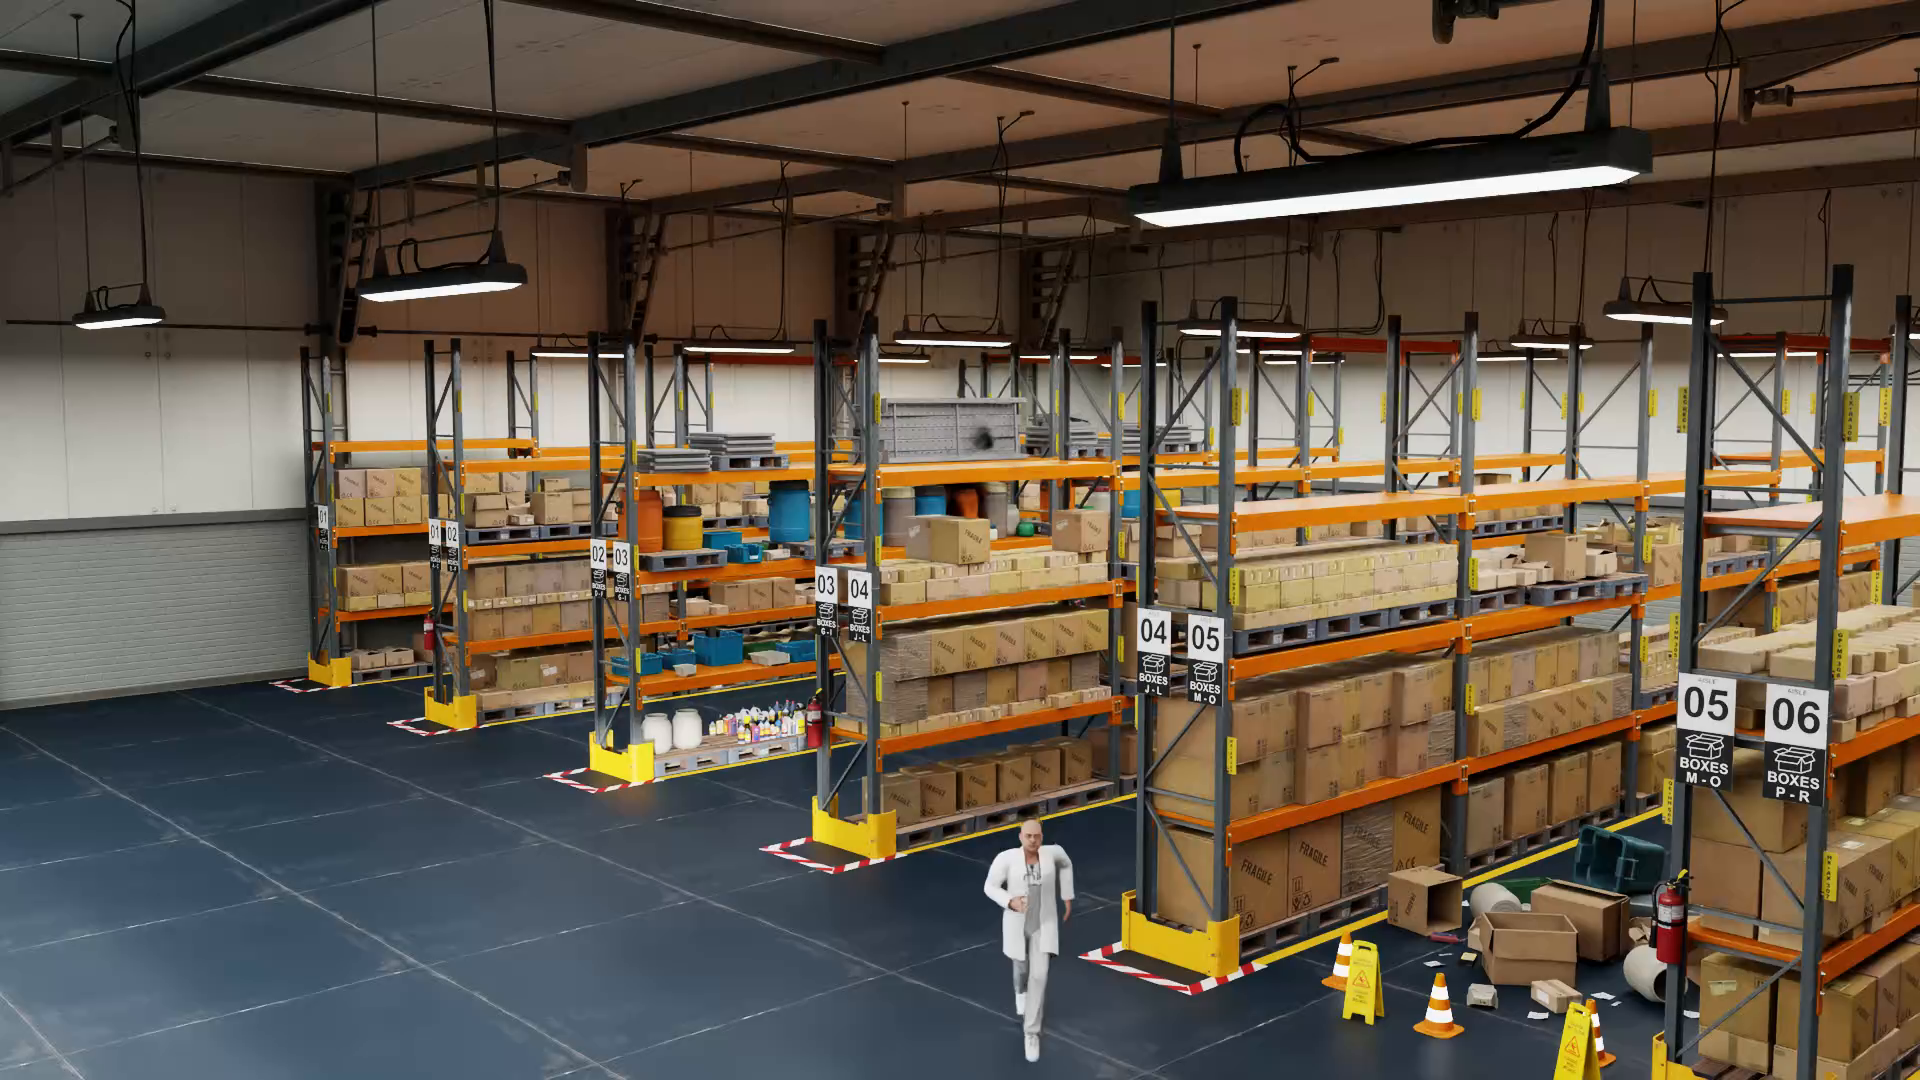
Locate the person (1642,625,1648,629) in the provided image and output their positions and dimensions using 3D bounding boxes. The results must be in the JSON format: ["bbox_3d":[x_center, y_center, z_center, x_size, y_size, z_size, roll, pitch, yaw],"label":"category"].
[{"bbox_3d":[10.434,2.113,25.218,0.666,1.726,0.973,3,6,35],"label":"person"}]

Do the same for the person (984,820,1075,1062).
[{"bbox_3d":[0.559,3.108,13.347,0.740,1.805,1.088,0,5,-2],"label":"person"}]
